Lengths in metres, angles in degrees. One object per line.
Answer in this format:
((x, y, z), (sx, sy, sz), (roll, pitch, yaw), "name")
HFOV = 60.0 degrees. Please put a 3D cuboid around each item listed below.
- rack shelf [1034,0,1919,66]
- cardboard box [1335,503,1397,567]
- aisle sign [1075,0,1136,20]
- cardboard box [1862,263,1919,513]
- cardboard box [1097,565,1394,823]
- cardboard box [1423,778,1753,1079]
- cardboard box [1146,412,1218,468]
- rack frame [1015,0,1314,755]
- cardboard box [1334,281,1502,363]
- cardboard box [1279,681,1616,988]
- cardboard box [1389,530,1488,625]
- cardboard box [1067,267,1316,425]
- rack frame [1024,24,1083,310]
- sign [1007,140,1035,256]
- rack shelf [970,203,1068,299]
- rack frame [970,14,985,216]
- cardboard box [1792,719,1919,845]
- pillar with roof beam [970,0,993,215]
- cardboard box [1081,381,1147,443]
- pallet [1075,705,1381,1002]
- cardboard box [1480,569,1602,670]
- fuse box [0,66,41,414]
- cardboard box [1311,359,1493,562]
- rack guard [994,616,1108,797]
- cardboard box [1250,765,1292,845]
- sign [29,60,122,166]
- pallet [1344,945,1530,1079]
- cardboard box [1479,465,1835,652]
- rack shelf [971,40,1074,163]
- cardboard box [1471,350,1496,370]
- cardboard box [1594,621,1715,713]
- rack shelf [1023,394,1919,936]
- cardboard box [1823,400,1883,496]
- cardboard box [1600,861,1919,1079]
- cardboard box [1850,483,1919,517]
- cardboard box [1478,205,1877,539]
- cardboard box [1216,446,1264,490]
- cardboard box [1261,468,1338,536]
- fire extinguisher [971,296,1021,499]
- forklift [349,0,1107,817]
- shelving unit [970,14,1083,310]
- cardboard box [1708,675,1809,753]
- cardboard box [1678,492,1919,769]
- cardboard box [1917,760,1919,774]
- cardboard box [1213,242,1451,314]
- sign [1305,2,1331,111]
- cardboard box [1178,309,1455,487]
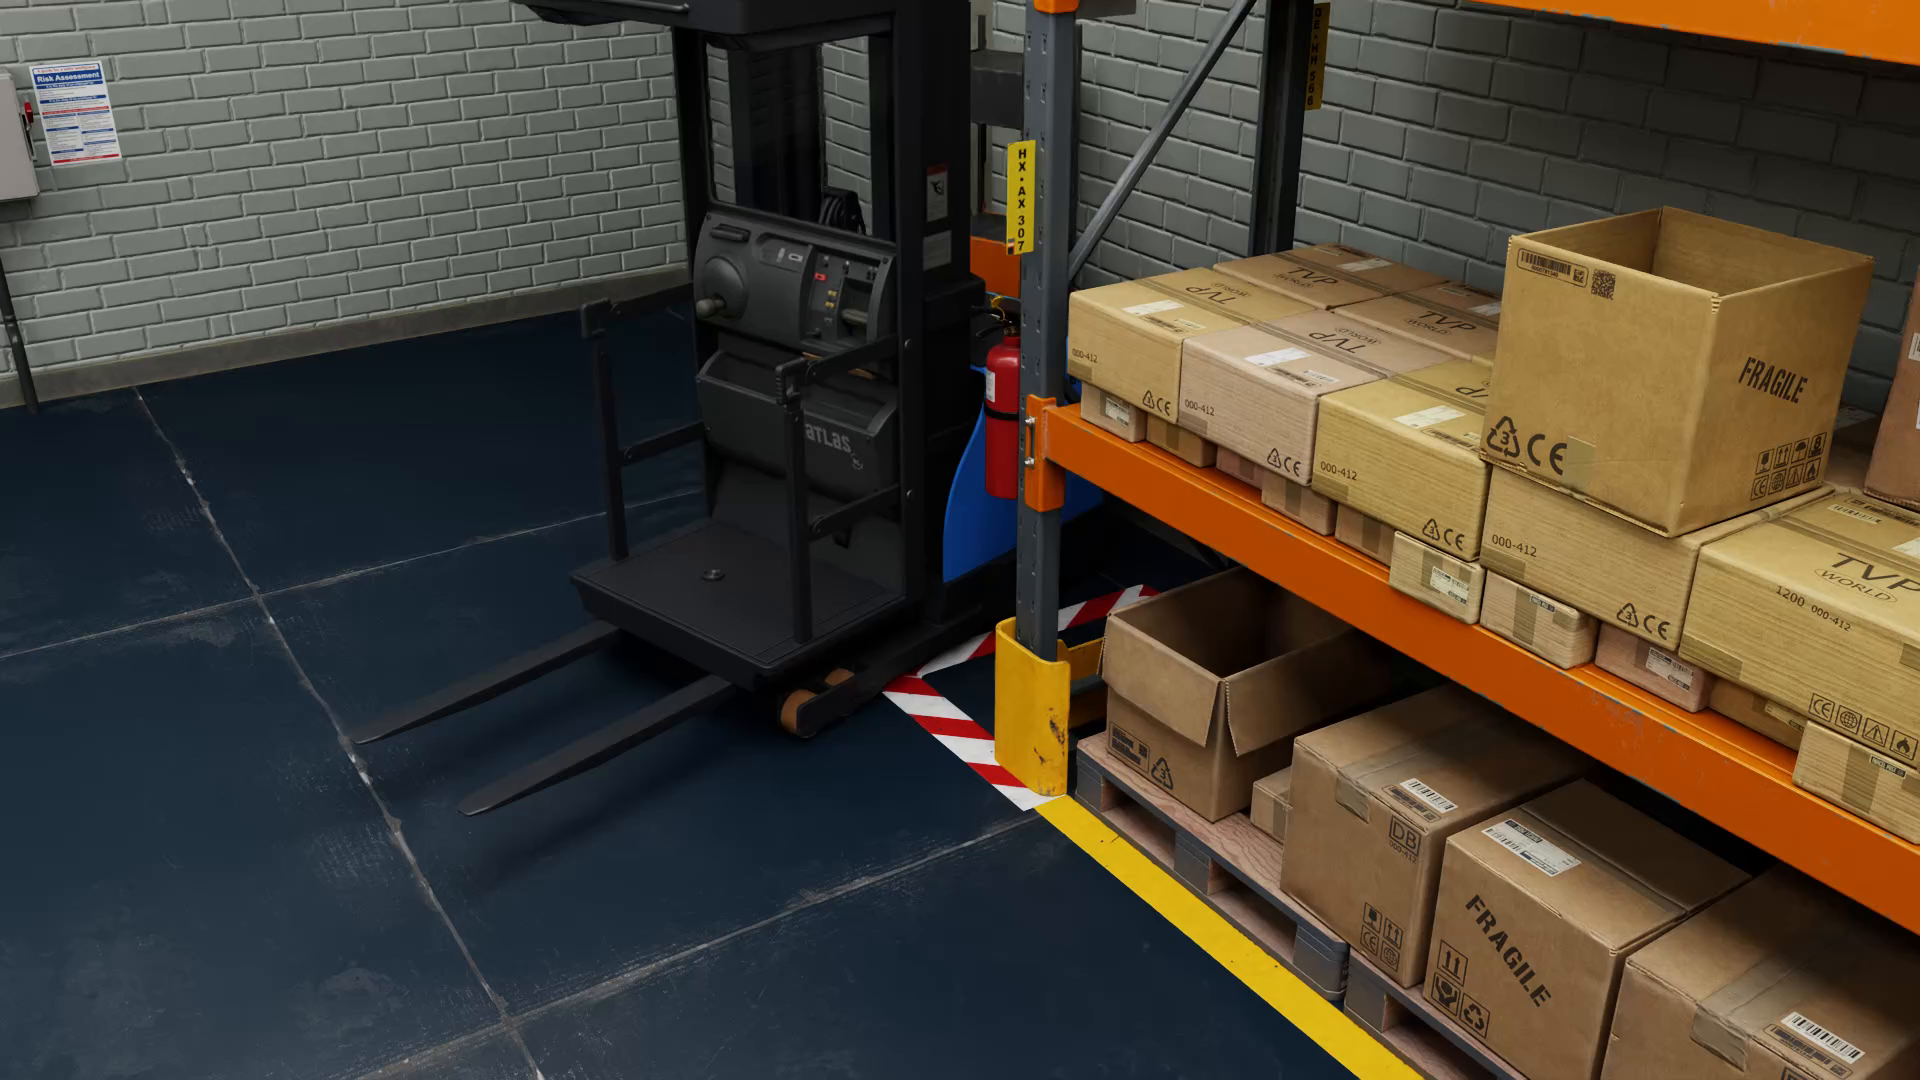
((1.726, -1.042, 3.272), (1.077, 0.370, 4.000), (-16, 29, -30), "rack shelf")
((1.170, -0.067, 4.172), (0.380, 0.149, 0.250), (-15, 29, -29), "cardboard box")
((0.351, -1.858, 4.626), (0.394, 0.787, 0.004), (-16, 29, -30), "aisle sign")
((2.228, -0.296, 3.312), (0.500, 0.500, 0.500), (-16, 30, -31), "cardboard box")
((0.888, 0.454, 5.208), (0.797, 0.503, 0.637), (-17, 30, -32), "cardboard box")
((1.527, 0.982, 4.091), (0.500, 0.500, 0.500), (-15, 29, -29), "cardboard box")
((0.761, -0.351, 4.774), (0.380, 0.149, 0.250), (-15, 29, -28), "cardboard box")
((0.634, -0.726, 5.274), (1.000, 3.000, 0.127), (-16, 29, -30), "rack frame")
((1.388, -0.505, 4.634), (0.500, 0.250, 0.500), (-15, 29, -29), "cardboard box")
((1.323, 0.770, 4.541), (0.700, 0.500, 0.500), (-14, 29, -27), "cardboard box")
((1.245, 0.041, 3.943), (0.380, 0.149, 0.250), (-16, 30, -31), "cardboard box")
((0.656, -0.568, 4.766), (0.500, 0.250, 0.500), (-15, 29, -29), "cardboard box")
((0.377, -1.086, 7.092), (0.015, 2.100, 0.400), (17, 30, 32), "rack frame")
((0.179, -0.991, 4.822), (0.100, 0.325, 0.005), (-16, 29, -30), "sign")
((0.180, -1.136, 7.228), (0.480, 0.518, 0.431), (17, 30, 32), "rack shelf")
((-0.017, -1.210, 7.353), (0.015, 2.100, 0.400), (17, 30, 32), "rack frame")
((1.826, 0.403, 3.178), (0.380, 0.149, 0.250), (-16, 30, -30), "cardboard box")
((-3.690, -3.610, 4.356), (9.100, 9.000, 0.400), (-16, 29, -30), "pillar with roof beam")
((0.584, -0.431, 4.944), (0.380, 0.149, 0.250), (-16, 30, -30), "cardboard box")
((1.111, 0.847, 5.209), (1.003, 0.211, 1.213), (-16, 29, -30), "pallet")
((1.406, 0.131, 3.754), (0.380, 0.149, 0.250), (-15, 29, -28), "cardboard box")
((-4.781, -1.434, 8.284), (0.539, 1.711, 0.414), (-16, 29, -30), "fuse box")
((1.211, -0.207, 4.002), (0.500, 0.250, 0.500), (-16, 30, -31), "cardboard box")
((0.675, 0.431, 5.750), (1.175, 0.500, 0.348), (-16, 29, -30), "rack guard")
((1.088, 0.775, 4.942), (0.380, 0.149, 0.250), (-17, 30, -32), "cardboard box")
((-4.480, -2.163, 8.429), (0.329, 0.494, 0.001), (-16, 29, -30), "sign")
((1.773, 1.283, 4.285), (1.003, 0.211, 1.213), (-16, 29, -30), "pallet")
((1.508, -0.029, 3.625), (0.500, 0.250, 0.500), (-16, 30, -31), "cardboard box")
((0.180, -1.769, 6.929), (0.480, 0.518, 0.431), (17, 30, 32), "rack shelf")
((1.654, -0.327, 4.257), (0.500, 0.250, 0.500), (-15, 29, -28), "cardboard box")
((1.605, 0.207, 3.592), (0.380, 0.149, 0.250), (-16, 29, -30), "cardboard box")
((1.726, 0.315, 3.913), (1.077, 0.370, 4.000), (-16, 29, -30), "rack shelf")
((1.940, -0.140, 3.860), (0.500, 0.250, 0.500), (-16, 29, -30), "cardboard box")
((1.889, 1.141, 3.755), (0.700, 0.500, 0.500), (-17, 30, -31), "cardboard box")
((2.214, 0.035, 3.489), (0.500, 0.250, 0.500), (-15, 29, -28), "cardboard box")
((1.475, -0.370, 3.470), (0.500, 0.500, 0.500), (-15, 29, -28), "cardboard box")
((0.934, -0.265, 4.592), (0.380, 0.149, 0.250), (-16, 30, -30), "cardboard box")
((1.020, -0.160, 4.370), (0.380, 0.149, 0.250), (-15, 29, -28), "cardboard box")
((0.166, -0.467, 5.254), (0.296, 0.674, 0.183), (-16, 29, -30), "fire extinguisher")
((-0.734, -0.880, 5.680), (1.130, 2.935, 3.031), (20, 32, 36), "forklift")
((0.180, -1.148, 7.222), (0.503, 2.100, 0.431), (17, 30, 32), "shelving unit")
((1.779, 0.284, 3.428), (0.380, 0.149, 0.250), (-15, 29, -29), "cardboard box")
((1.788, 0.155, 3.234), (0.500, 0.250, 0.500), (-16, 30, -30), "cardboard box")
((2.049, 0.337, 2.850), (0.500, 0.250, 0.500), (-15, 29, -29), "cardboard box")
((1.107, -0.690, 5.025), (0.500, 0.250, 0.500), (-15, 29, -28), "cardboard box")
((1.110, -1.515, 5.219), (0.100, 0.325, 0.005), (-16, 29, -30), "sign")
((0.931, -0.387, 4.384), (0.500, 0.250, 0.500), (-15, 29, -29), "cardboard box")
